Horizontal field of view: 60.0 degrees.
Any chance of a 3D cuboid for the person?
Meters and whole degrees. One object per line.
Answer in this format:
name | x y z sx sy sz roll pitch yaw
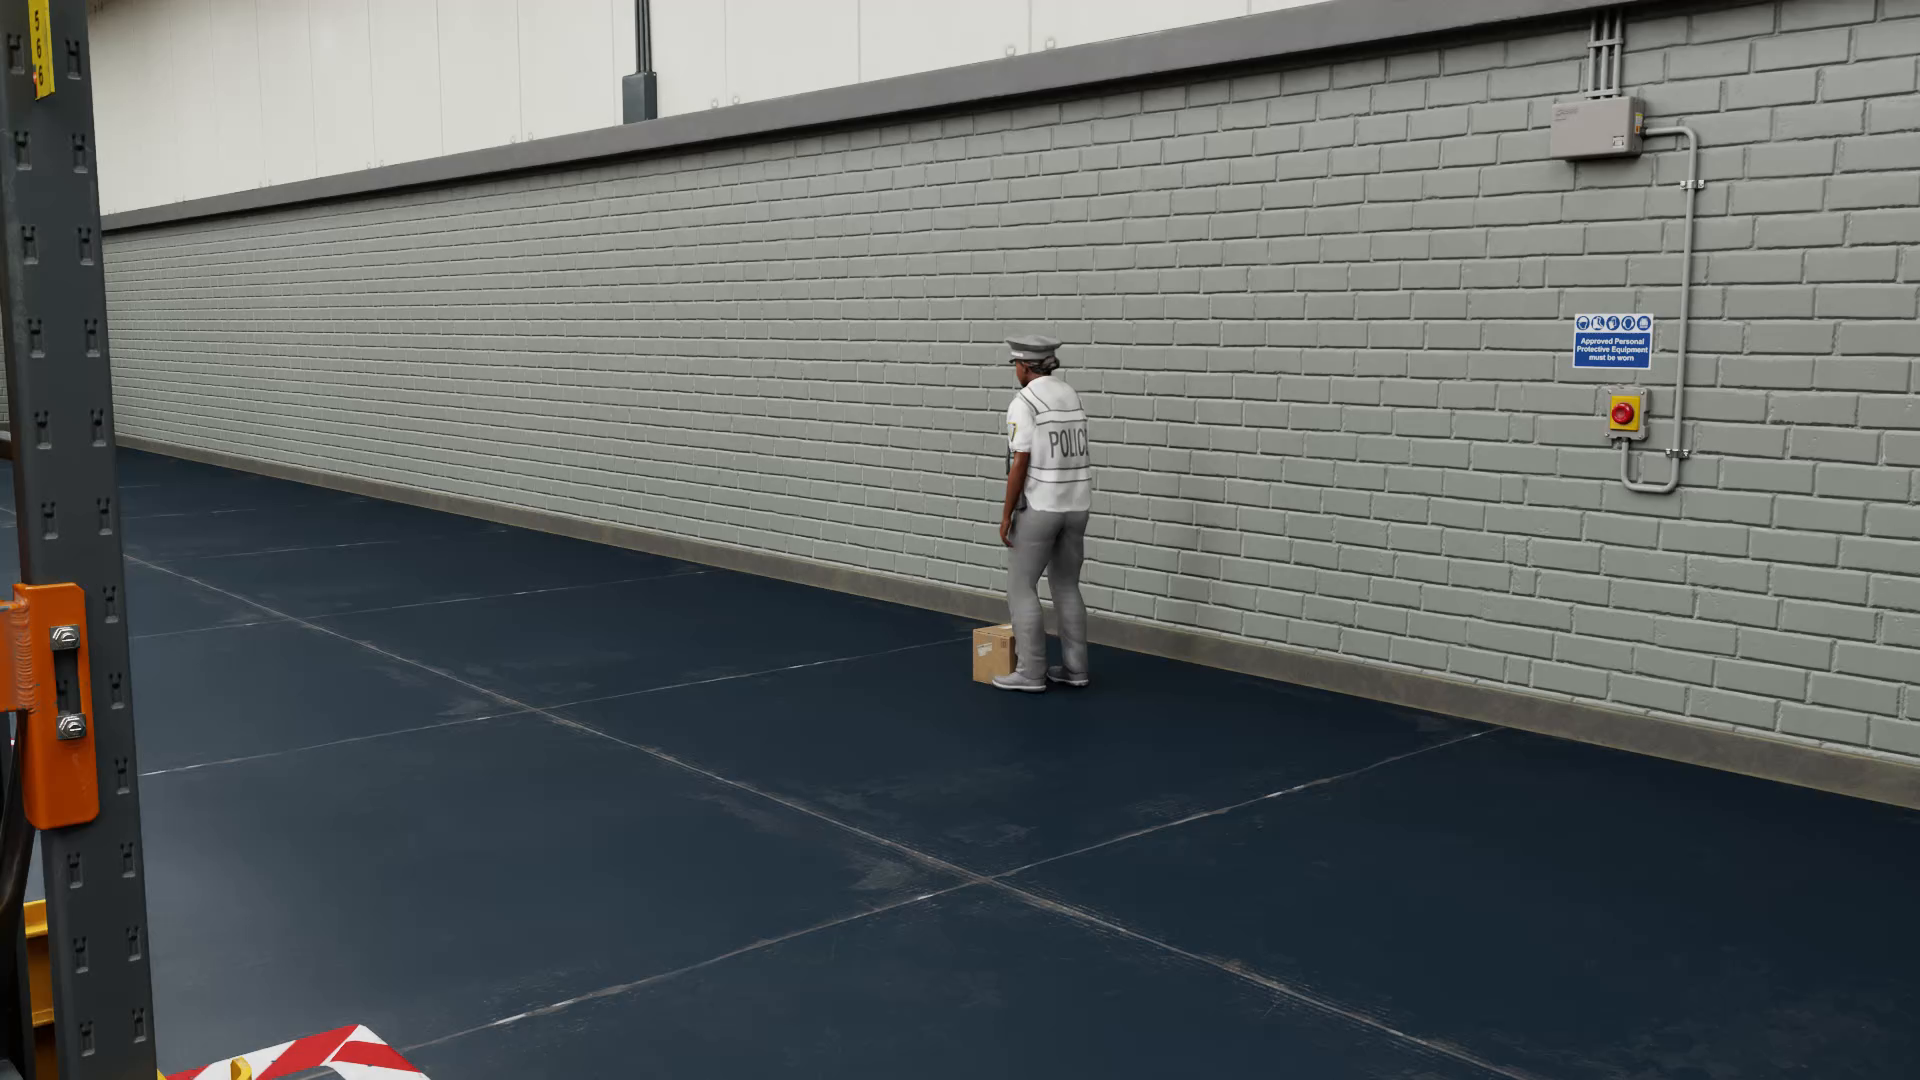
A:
person | 0.393 -0.124 7.725 0.506 1.660 0.415 -6 10 -40
